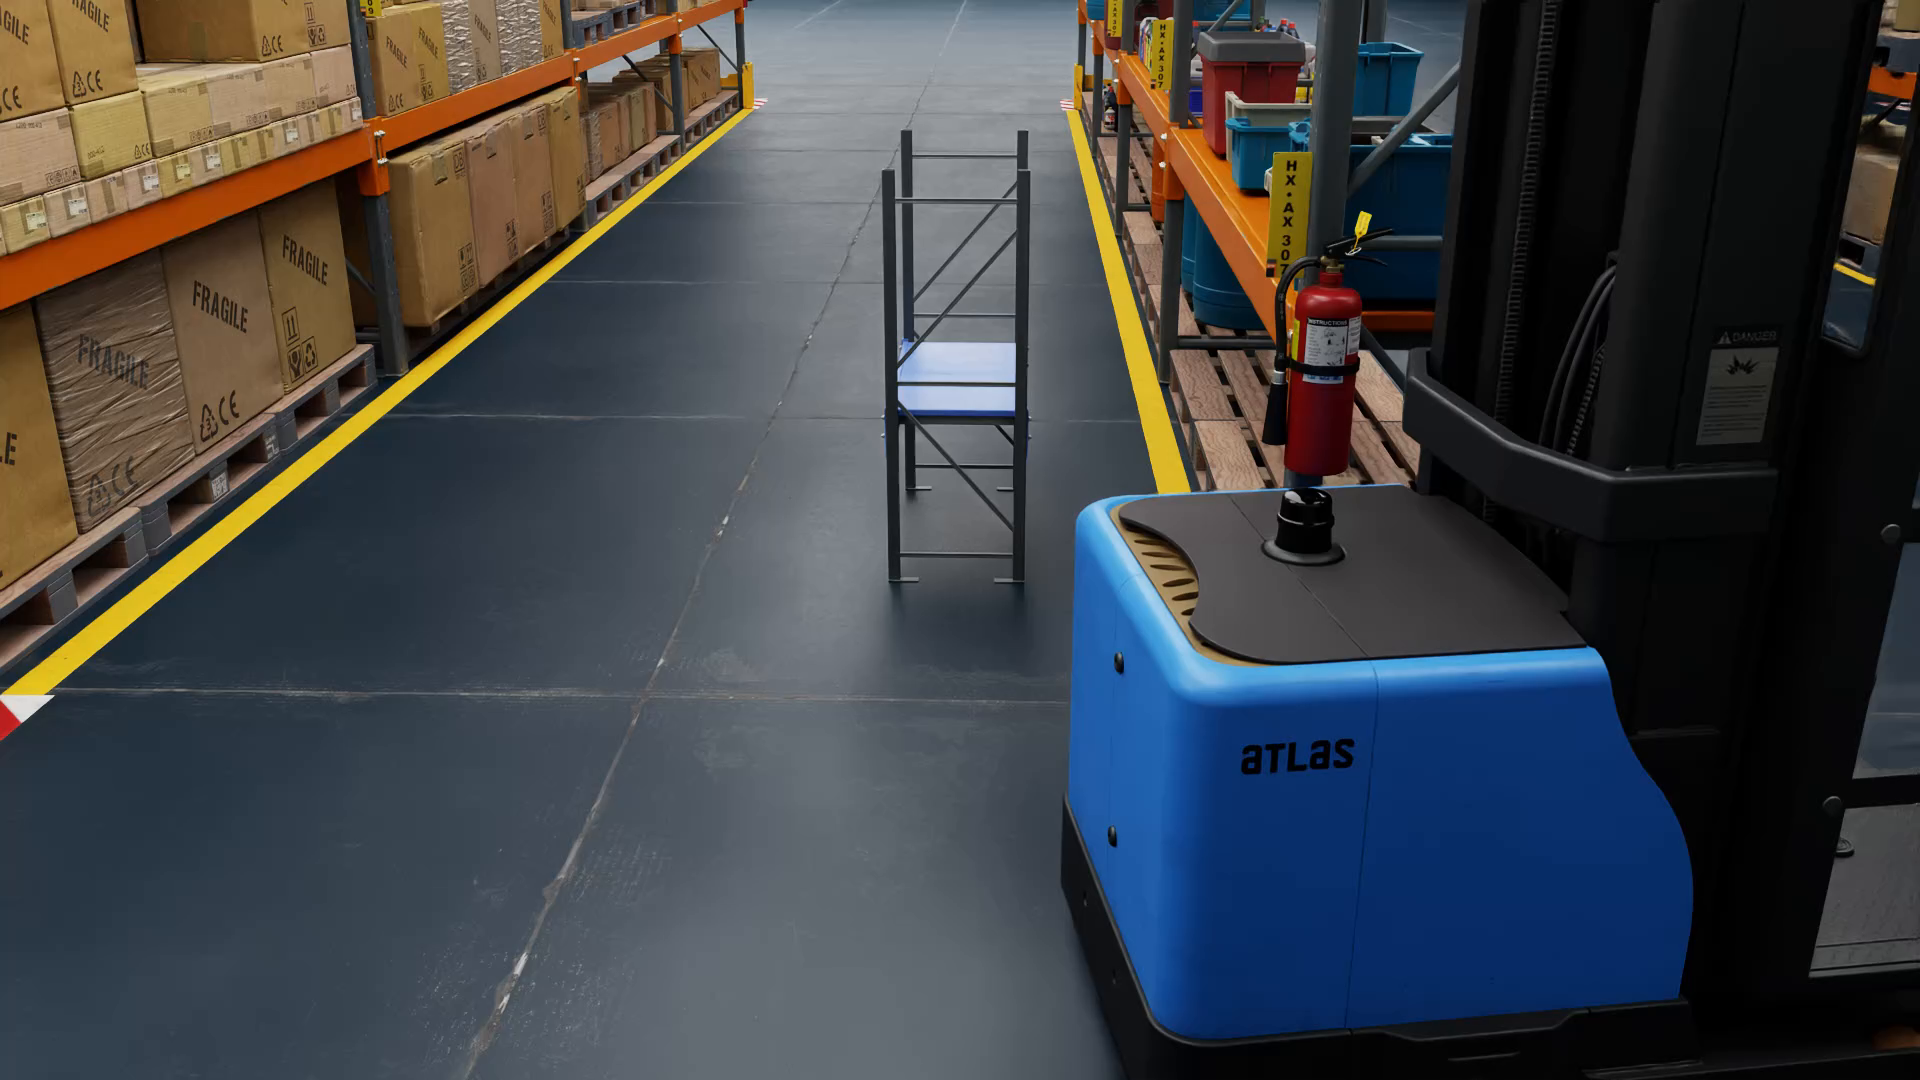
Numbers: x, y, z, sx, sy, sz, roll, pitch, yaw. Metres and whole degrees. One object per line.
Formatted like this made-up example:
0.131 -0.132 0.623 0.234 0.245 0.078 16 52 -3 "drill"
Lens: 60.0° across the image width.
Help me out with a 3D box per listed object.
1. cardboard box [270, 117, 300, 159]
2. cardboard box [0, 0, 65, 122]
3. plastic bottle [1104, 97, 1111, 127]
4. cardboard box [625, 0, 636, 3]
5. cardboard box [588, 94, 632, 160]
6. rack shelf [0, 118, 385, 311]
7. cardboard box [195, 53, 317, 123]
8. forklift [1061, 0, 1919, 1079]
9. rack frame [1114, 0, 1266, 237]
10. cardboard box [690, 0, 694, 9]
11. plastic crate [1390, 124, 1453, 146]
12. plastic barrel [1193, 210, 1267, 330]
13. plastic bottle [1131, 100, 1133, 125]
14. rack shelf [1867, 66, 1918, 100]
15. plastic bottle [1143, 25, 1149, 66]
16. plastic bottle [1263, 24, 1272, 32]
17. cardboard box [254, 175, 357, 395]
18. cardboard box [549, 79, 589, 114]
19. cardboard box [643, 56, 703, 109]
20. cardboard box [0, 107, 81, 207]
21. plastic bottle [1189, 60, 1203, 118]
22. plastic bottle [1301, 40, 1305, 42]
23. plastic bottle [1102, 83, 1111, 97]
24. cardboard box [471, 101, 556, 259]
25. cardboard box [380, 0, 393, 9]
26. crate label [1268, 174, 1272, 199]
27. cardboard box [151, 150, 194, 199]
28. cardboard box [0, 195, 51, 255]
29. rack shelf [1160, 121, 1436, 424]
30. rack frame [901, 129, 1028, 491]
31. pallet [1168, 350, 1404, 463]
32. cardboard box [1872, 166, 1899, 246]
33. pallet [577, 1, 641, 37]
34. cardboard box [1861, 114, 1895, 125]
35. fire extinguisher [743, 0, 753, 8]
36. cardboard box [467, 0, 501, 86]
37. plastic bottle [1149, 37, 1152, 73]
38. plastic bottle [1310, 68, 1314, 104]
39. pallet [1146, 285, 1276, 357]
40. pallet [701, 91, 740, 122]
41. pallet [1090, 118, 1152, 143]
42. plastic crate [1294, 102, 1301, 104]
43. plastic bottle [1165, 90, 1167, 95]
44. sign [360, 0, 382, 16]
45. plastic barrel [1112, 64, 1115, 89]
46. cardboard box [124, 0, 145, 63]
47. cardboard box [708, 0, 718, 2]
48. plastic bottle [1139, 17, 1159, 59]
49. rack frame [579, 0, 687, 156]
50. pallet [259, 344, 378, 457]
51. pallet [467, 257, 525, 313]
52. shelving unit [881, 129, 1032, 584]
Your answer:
-3.127 -1.760 7.264 0.380 0.149 0.250 1 21 3 "cardboard box"
-3.244 -1.593 5.247 0.500 0.500 0.500 0 21 0 "cardboard box"
1.457 -4.224 16.415 0.061 0.283 0.133 2 21 4 "plastic bottle"
-3.139 -4.778 13.973 0.797 0.503 0.637 3 21 7 "cardboard box"
-3.268 -3.605 14.522 0.700 0.500 0.500 -1 21 -3 "cardboard box"
-3.482 -1.211 6.498 1.077 0.370 4.000 1 21 2 "rack shelf"
-3.186 -1.989 7.303 0.500 0.250 0.500 1 21 3 "cardboard box"
1.810 -0.368 3.424 3.031 2.935 1.130 -3 21 -7 "forklift"
1.651 -3.661 11.818 1.000 3.000 0.127 1 21 2 "rack frame"
-2.872 -5.391 16.623 0.380 0.149 0.250 1 21 2 "cardboard box"
1.793 -1.389 6.110 0.416 0.233 0.300 1 21 2 "plastic crate"
1.563 -1.629 8.901 0.600 0.901 0.708 1 21 2 "plastic barrel"
1.648 -4.312 16.549 0.144 0.351 0.185 1 21 2 "plastic bottle"
6.541 -2.547 9.941 1.077 0.370 4.000 1 21 2 "rack shelf"
1.300 -3.283 11.015 0.152 0.276 0.135 1 21 2 "plastic bottle"
2.030 -3.255 10.949 0.097 0.271 0.097 0 21 0 "plastic bottle"
-3.522 -1.237 7.927 0.875 0.875 0.875 1 21 2 "cardboard box"
-3.303 -3.540 13.315 0.500 0.250 0.500 3 21 8 "cardboard box"
-3.114 -4.970 18.067 0.500 0.500 0.500 3 21 7 "cardboard box"
-3.250 -1.251 5.401 0.500 0.250 0.500 0 21 1 "cardboard box"
1.218 -2.303 8.490 0.152 0.276 0.135 1 21 2 "plastic bottle"
1.990 -2.778 9.721 0.097 0.271 0.097 0 21 0 "plastic bottle"
1.520 -4.500 17.033 0.144 0.351 0.185 1 21 1 "plastic bottle"
-3.376 -2.349 10.794 1.225 0.875 0.875 1 21 2 "cardboard box"
-3.410 -3.015 8.627 0.797 0.503 0.637 0 21 0 "cardboard box"
1.259 -1.176 5.695 0.396 0.136 0.243 1 21 2 "crate label"
-3.157 -1.387 6.304 0.380 0.149 0.250 0 21 0 "cardboard box"
-3.189 -1.016 5.348 0.380 0.149 0.250 0 21 0 "cardboard box"
1.468 -1.156 6.357 1.077 0.370 4.000 1 21 2 "rack shelf"
0.018 -0.914 6.811 0.500 1.500 0.032 1 21 2 "rack frame"
1.546 -0.649 7.909 1.003 0.211 1.213 1 21 2 "pallet"
6.272 -2.113 10.675 0.500 0.500 0.500 0 21 1 "cardboard box"
-3.281 -4.342 13.839 1.003 0.211 1.213 1 21 2 "pallet"
6.919 -3.157 12.964 0.500 0.311 0.500 0 21 0 "cardboard box"
-2.592 -6.609 19.521 0.296 0.674 0.183 1 21 2 "fire extinguisher"
-3.117 -3.029 10.051 0.500 0.500 0.500 1 21 3 "cardboard box"
1.259 -3.108 10.570 0.097 0.271 0.097 0 21 0 "plastic bottle"
1.865 -2.330 8.456 0.144 0.351 0.185 1 21 2 "plastic bottle"
1.594 -1.193 9.313 1.003 0.211 1.213 1 21 2 "pallet"
-3.119 -4.987 19.091 1.003 0.211 1.213 1 21 2 "pallet"
1.835 -4.050 16.675 1.003 0.211 1.213 1 21 2 "pallet"
1.372 -1.953 7.698 0.396 0.136 0.243 1 21 2 "plastic crate"
1.249 -2.666 9.425 0.152 0.276 0.135 1 21 2 "plastic bottle"
-2.867 -2.704 8.046 0.100 0.325 0.005 1 21 2 "sign"
1.950 -5.351 19.032 0.421 0.512 0.421 0 21 0 "plastic barrel"
-3.714 -2.339 7.171 0.500 0.500 0.500 1 21 2 "cardboard box"
-2.800 -5.842 17.787 0.380 0.149 0.250 1 21 2 "cardboard box"
1.315 -3.450 11.447 0.152 0.276 0.135 1 21 2 "plastic bottle"
-3.178 -5.162 15.686 1.000 3.000 0.127 1 21 2 "rack frame"
-3.523 -0.695 8.029 1.003 0.211 1.213 1 21 2 "pallet"
-3.439 -1.692 10.597 1.003 0.211 1.213 1 21 2 "pallet"
0.003 -0.730 6.337 0.538 1.500 1.048 1 21 2 "shelving unit"
